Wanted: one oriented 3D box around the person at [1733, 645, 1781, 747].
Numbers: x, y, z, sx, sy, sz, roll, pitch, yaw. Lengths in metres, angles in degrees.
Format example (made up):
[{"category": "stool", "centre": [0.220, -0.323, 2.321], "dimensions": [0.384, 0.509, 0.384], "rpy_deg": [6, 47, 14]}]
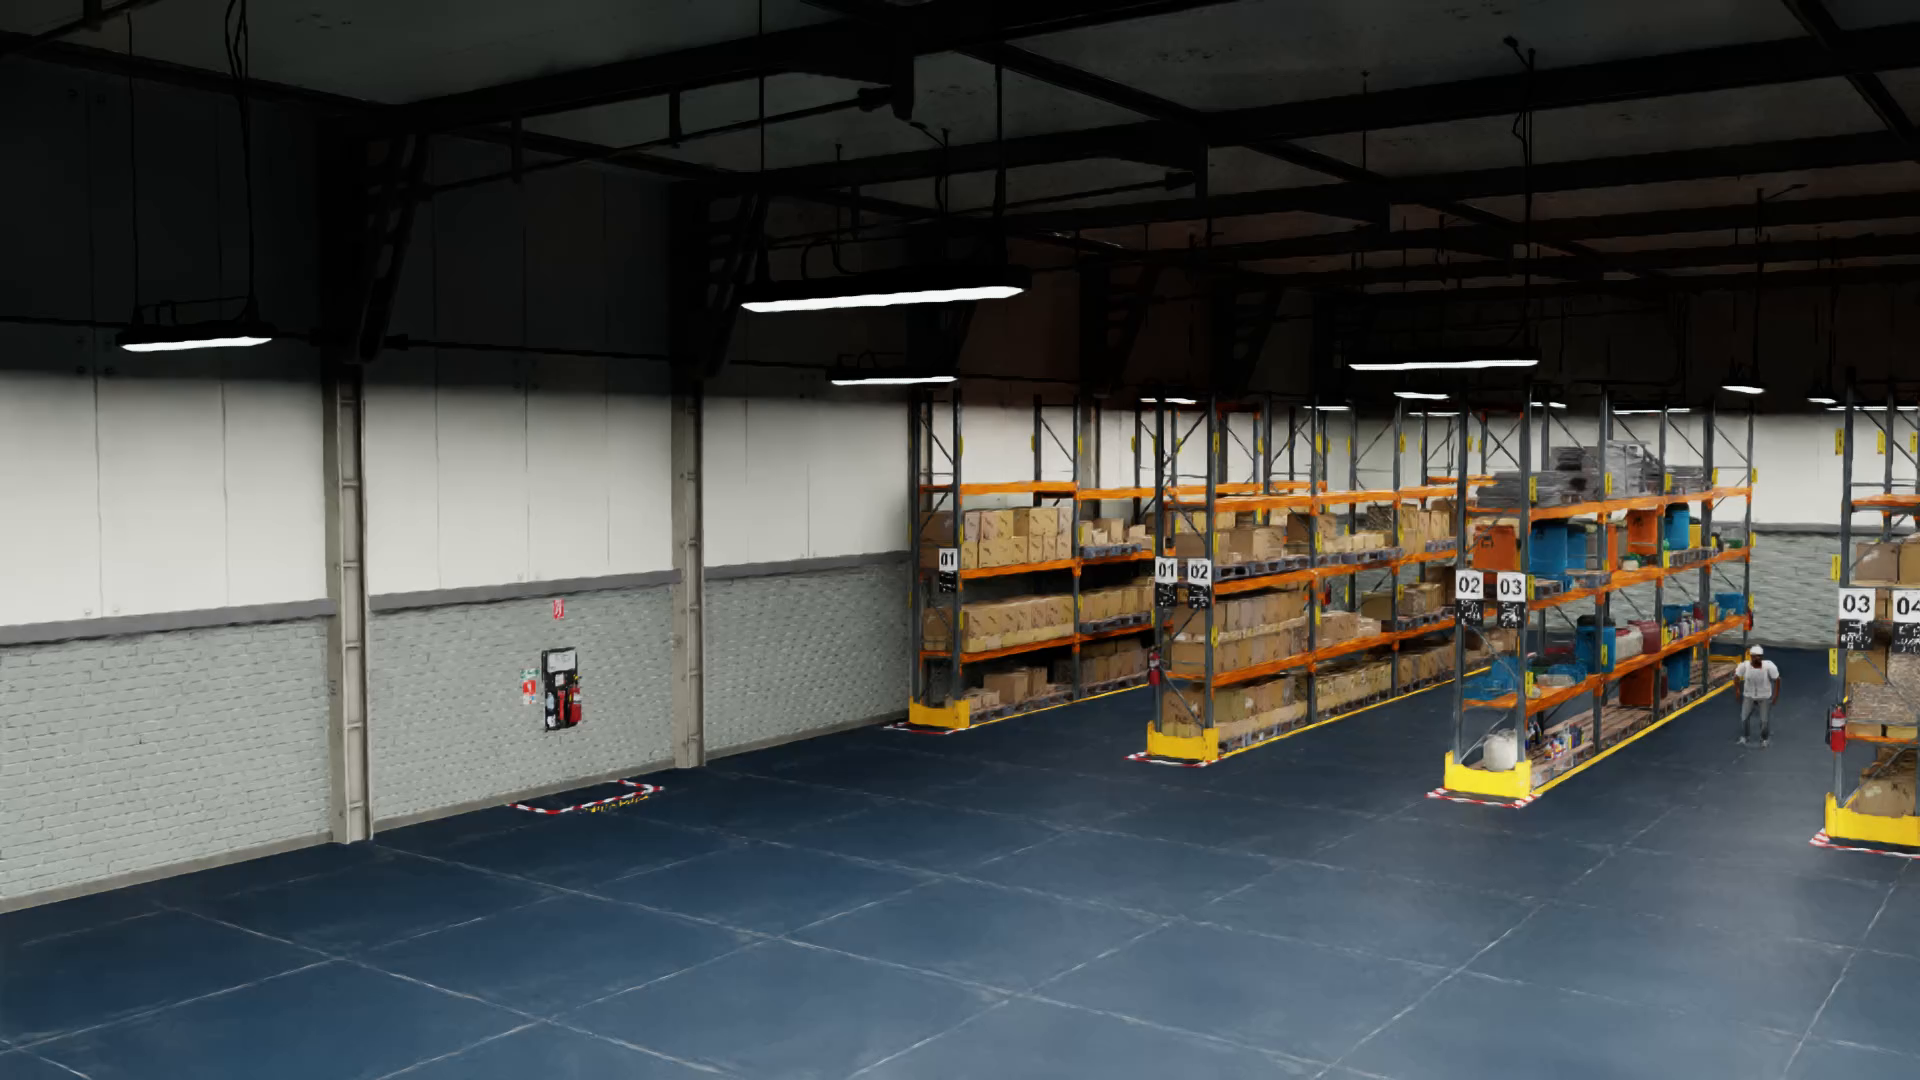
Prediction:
[{"category": "person", "centre": [13.187, 2.583, 27.546], "dimensions": [0.719, 1.714, 0.572], "rpy_deg": [2, 4, 34]}]
